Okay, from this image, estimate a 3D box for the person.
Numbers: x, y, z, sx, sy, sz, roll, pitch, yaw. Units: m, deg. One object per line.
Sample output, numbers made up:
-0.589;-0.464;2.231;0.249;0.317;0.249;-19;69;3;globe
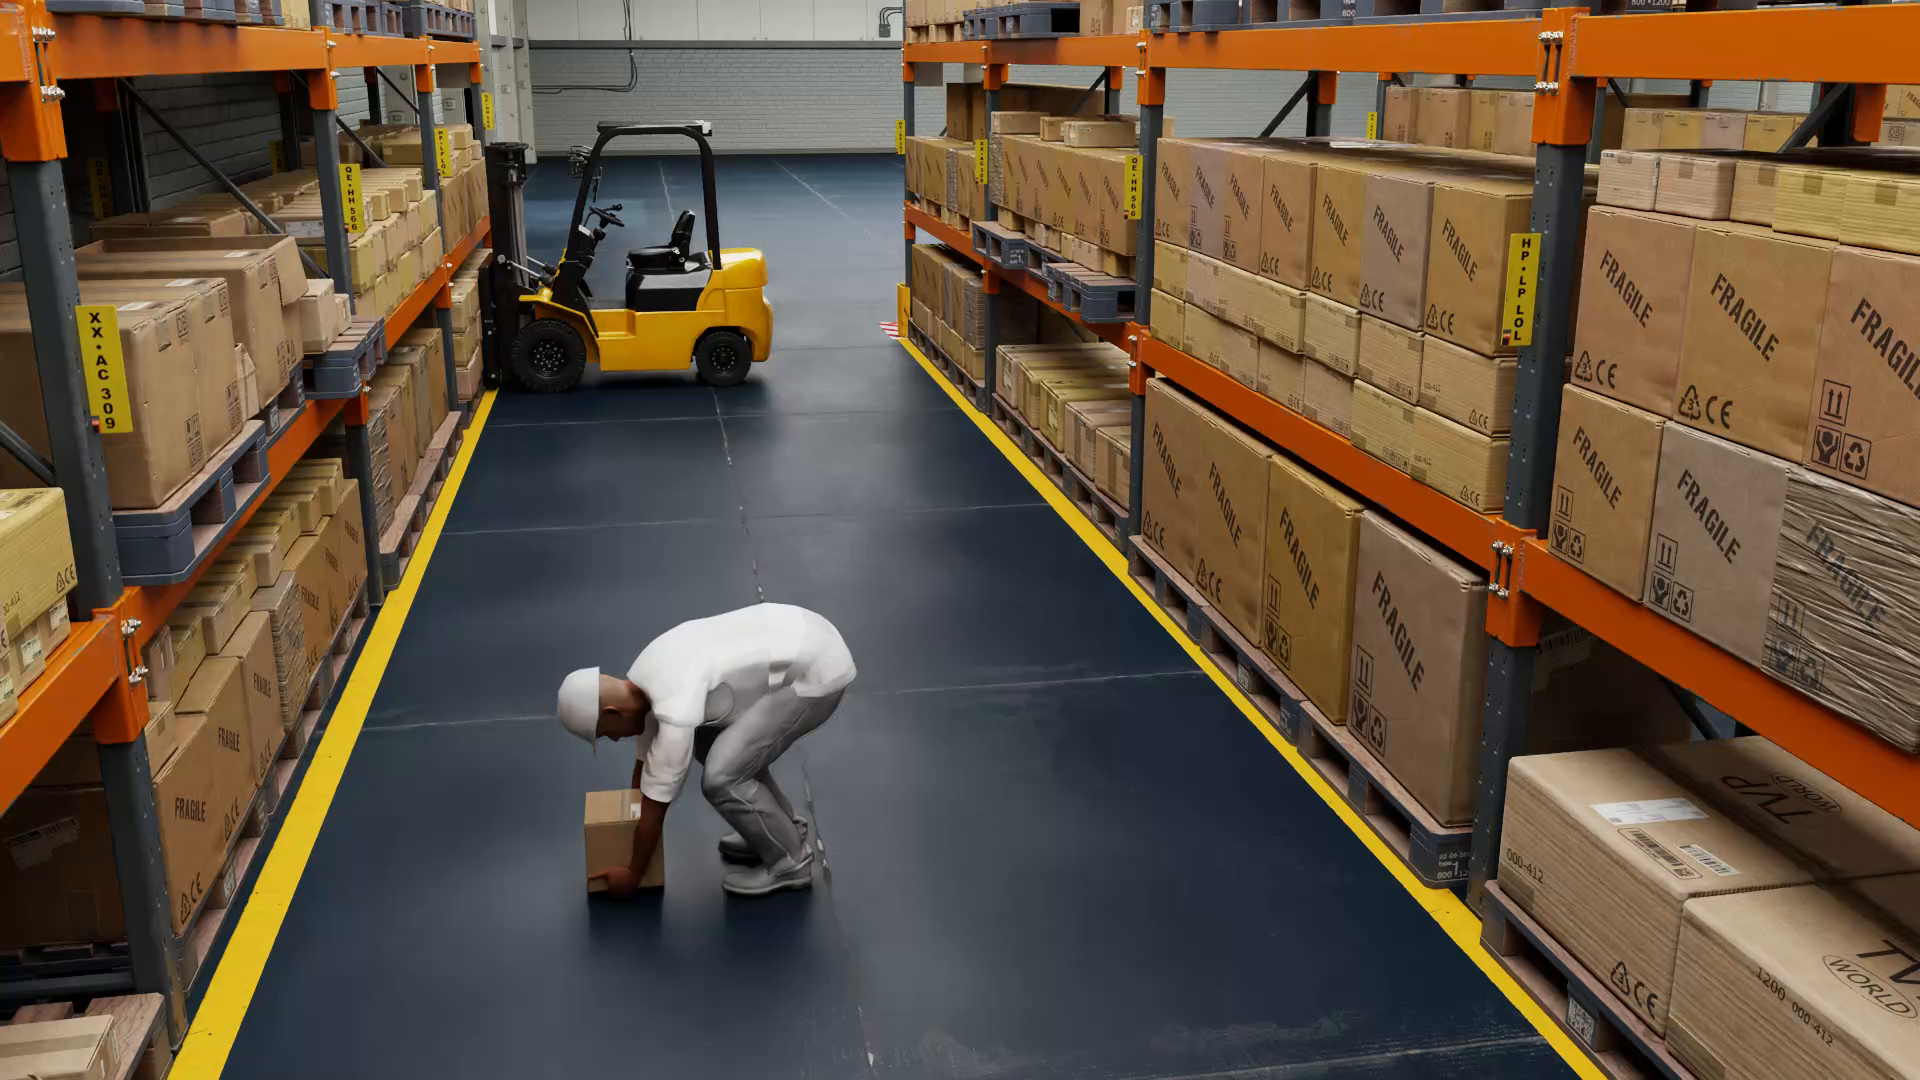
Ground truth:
-0.836;0.698;5.571;0.974;0.938;0.501;-4;17;-13;person
